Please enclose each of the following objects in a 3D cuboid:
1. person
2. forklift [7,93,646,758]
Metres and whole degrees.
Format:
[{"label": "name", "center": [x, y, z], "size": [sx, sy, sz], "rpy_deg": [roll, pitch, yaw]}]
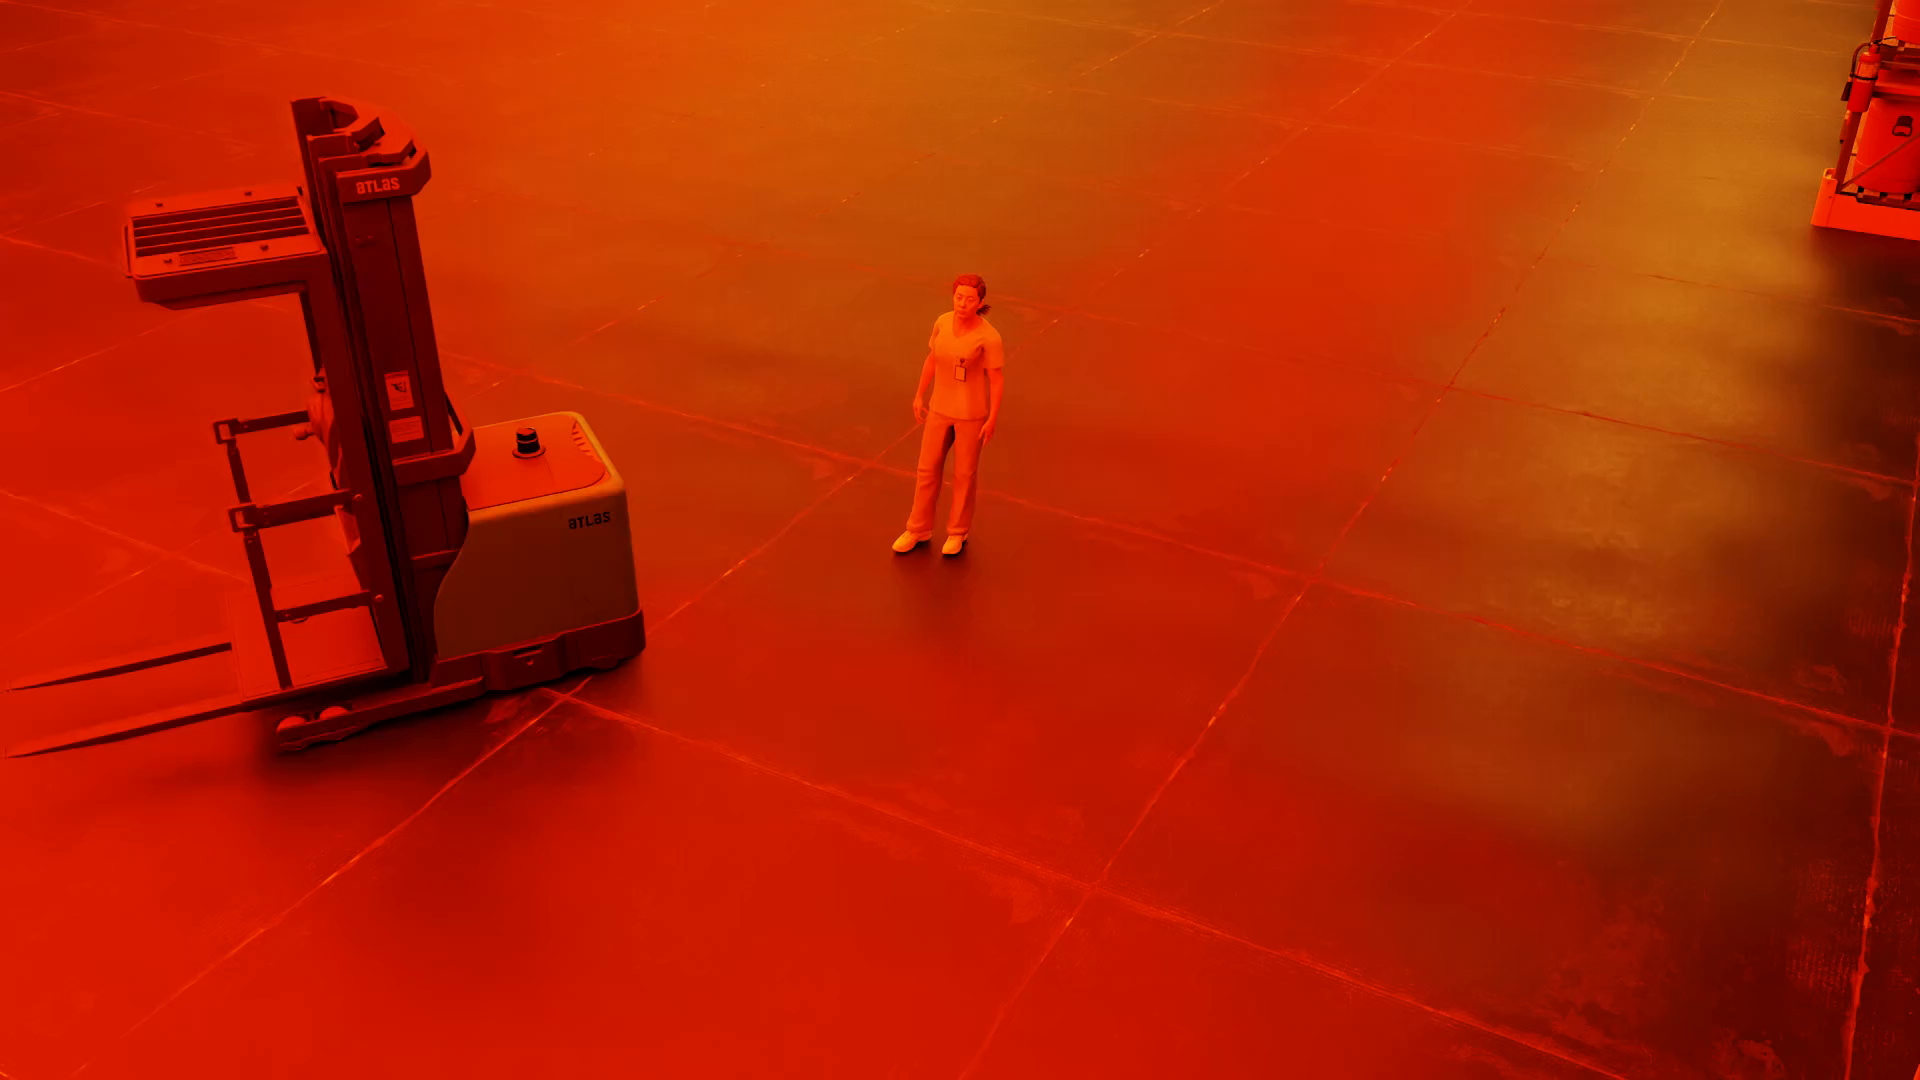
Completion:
[{"label": "person", "center": [-0.048, -0.703, 9.530], "size": [0.550, 1.673, 0.548], "rpy_deg": [15, 33, 25]}, {"label": "forklift", "center": [-3.236, -0.532, 7.992], "size": [3.031, 2.935, 1.130], "rpy_deg": [-13, 33, -22]}]
